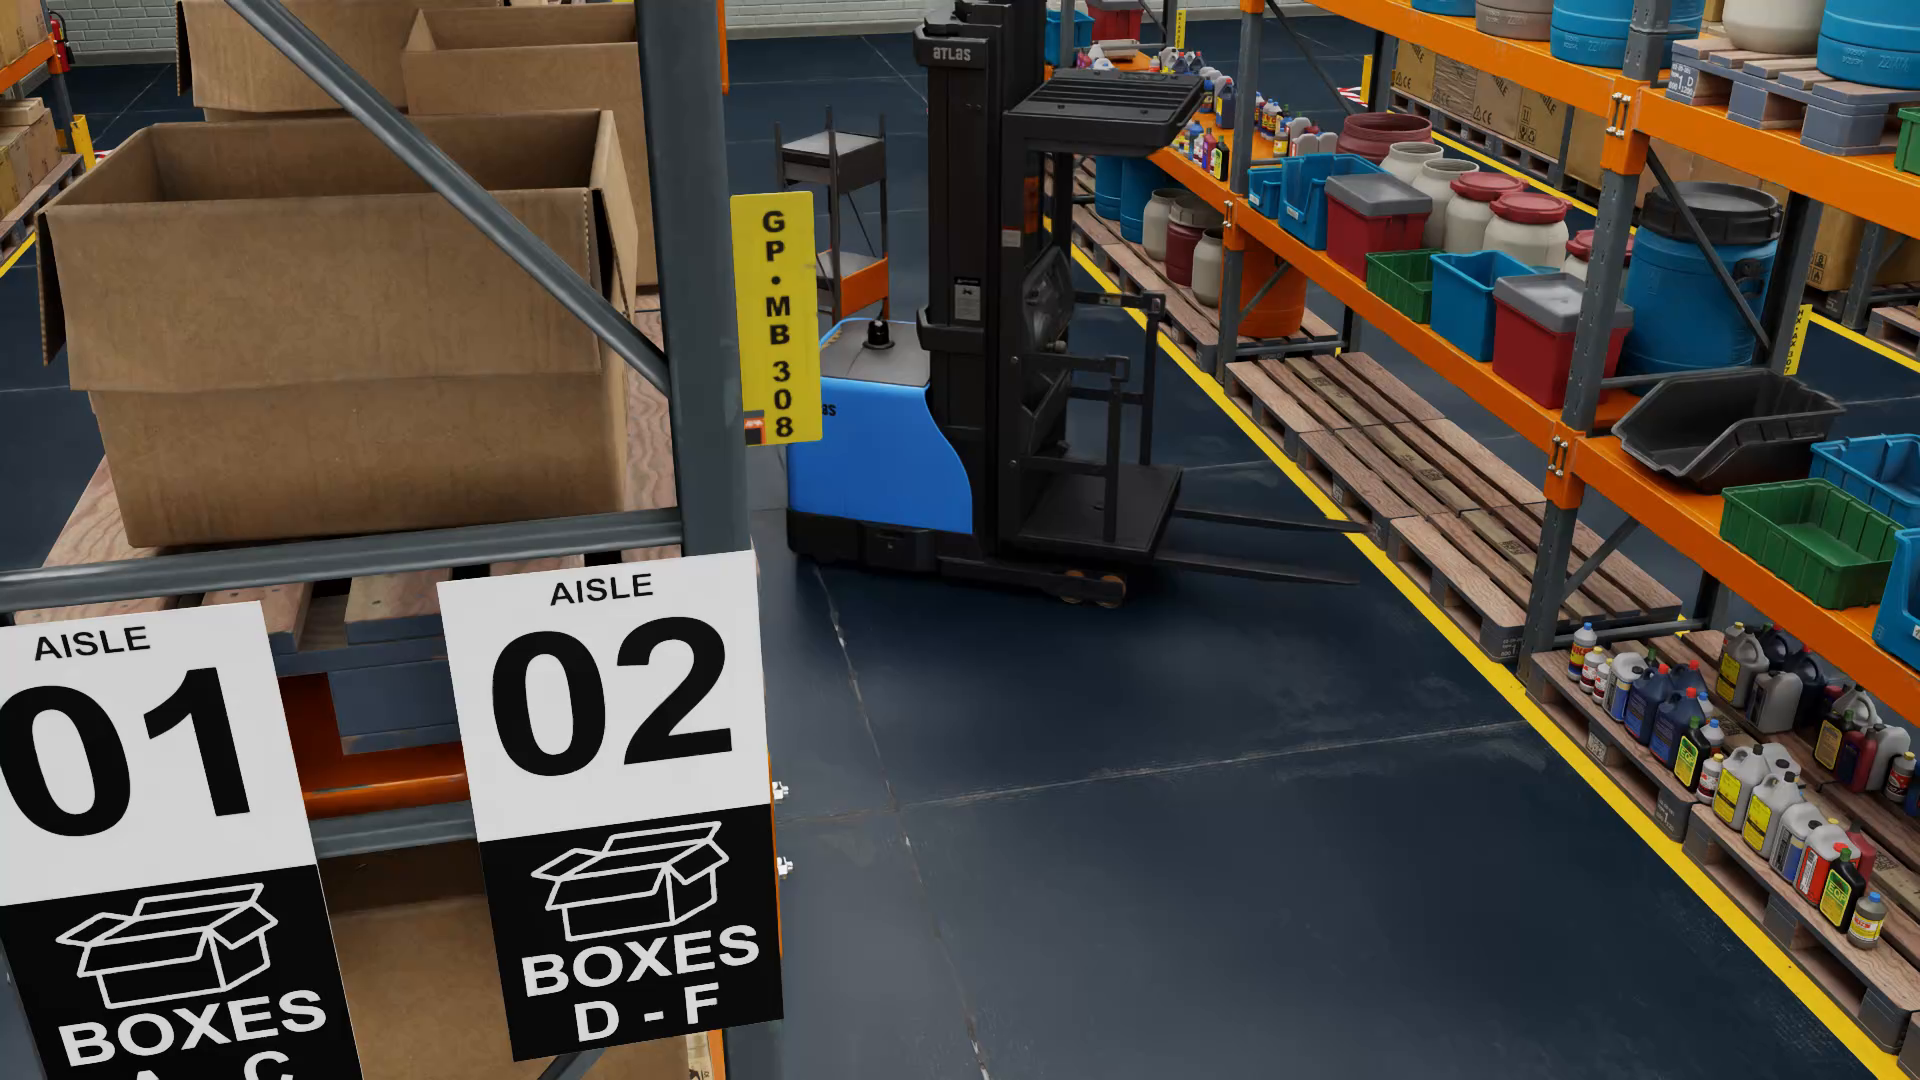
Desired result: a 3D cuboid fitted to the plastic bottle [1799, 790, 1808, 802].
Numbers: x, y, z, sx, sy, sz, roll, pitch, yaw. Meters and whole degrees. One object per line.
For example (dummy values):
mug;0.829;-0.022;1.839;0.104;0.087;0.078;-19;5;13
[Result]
plastic bottle;3.222;1.059;6.440;0.097;0.201;0.097;0;27;0

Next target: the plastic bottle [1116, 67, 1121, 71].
plastic bottle;1.286;-3.751;13.574;0.097;0.201;0.097;0;27;0

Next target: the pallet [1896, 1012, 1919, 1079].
pallet;3.817;1.905;5.241;1.003;0.211;1.213;-6;27;-12

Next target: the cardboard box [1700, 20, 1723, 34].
cardboard box;6.266;-4.102;13.937;0.500;0.500;0.500;-7;28;-13

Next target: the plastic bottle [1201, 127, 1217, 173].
plastic bottle;1.696;-2.649;11.299;0.061;0.283;0.133;-6;27;-12

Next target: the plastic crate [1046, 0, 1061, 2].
plastic crate;0.864;-5.419;16.883;0.396;0.136;0.243;-6;27;-12

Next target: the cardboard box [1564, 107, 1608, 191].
cardboard box;6.343;-3.685;15.113;1.225;0.875;0.875;-6;27;-11

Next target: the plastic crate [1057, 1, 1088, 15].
plastic crate;1.189;-4.885;15.664;0.437;0.282;0.530;-6;27;-12

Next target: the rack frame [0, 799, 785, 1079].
rack frame;-0.769;1.548;2.855;1.000;3.000;0.127;-6;27;-12

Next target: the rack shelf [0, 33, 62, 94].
rack shelf;-8.749;-3.773;14.194;1.077;0.370;4.000;-6;27;-12

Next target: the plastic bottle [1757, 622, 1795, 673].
plastic bottle;3.582;0.530;7.323;0.144;0.351;0.185;-7;28;-13

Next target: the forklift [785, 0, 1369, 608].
forklift;0.639;-1.225;8.425;3.031;2.935;1.130;7;28;14

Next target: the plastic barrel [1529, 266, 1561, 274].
plastic barrel;3.008;-1.245;8.541;0.301;0.262;0.301;0;27;0

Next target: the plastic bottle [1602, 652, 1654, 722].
plastic bottle;2.901;0.633;7.201;0.152;0.276;0.135;-5;27;-10

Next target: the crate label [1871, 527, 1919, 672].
crate label;3.380;0.250;5.387;0.502;0.435;0.616;-6;27;-12

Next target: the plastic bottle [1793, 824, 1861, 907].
plastic bottle;3.187;1.191;6.097;0.152;0.276;0.135;-6;27;-11

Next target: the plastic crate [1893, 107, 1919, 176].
plastic crate;3.247;-1.234;5.272;0.336;0.188;0.450;-6;27;-12

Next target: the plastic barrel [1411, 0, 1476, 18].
plastic barrel;2.536;-3.048;8.075;0.600;0.901;0.708;-6;27;-12

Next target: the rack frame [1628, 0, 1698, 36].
rack frame;3.156;-3.388;5.976;1.000;3.000;0.127;-6;27;-12

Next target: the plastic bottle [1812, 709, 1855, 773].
plastic bottle;3.604;0.808;6.847;0.061;0.283;0.133;-6;27;-12

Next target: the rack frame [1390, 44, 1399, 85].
rack frame;5.278;-6.481;18.761;1.000;3.000;0.127;-6;27;-12

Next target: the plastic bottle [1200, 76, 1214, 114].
plastic bottle;1.919;-3.461;12.920;0.097;0.271;0.097;0;27;0

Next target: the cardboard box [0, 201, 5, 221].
cardboard box;-8.477;-2.847;13.870;0.700;0.500;0.500;-6;27;-12

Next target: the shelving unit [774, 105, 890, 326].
shelving unit;-0.719;-1.407;9.707;0.431;2.100;0.503;15;31;28

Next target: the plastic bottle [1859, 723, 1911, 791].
plastic bottle;3.731;0.861;6.750;0.152;0.276;0.135;-5;27;-11

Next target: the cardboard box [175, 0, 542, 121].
cardboard box;-1.422;-1.108;4.051;0.797;0.503;0.637;-3;27;-6

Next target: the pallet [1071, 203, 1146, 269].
pallet;1.487;-2.634;14.234;1.003;0.211;1.213;-6;27;-12

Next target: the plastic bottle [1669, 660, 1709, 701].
plastic bottle;3.075;0.658;7.069;0.144;0.351;0.185;-6;27;-12

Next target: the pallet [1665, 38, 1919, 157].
pallet;3.414;-1.658;6.086;1.213;0.211;1.003;-6;27;-12

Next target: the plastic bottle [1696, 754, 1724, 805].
plastic bottle;3.018;0.949;6.658;0.097;0.201;0.097;0;27;0

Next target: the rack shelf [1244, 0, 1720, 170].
rack shelf;2.706;-2.606;8.553;1.077;0.370;4.000;-6;27;-12

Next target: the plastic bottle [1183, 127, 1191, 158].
plastic bottle;1.622;-2.793;11.676;0.097;0.201;0.097;0;27;0

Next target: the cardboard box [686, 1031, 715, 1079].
cardboard box;-0.647;1.019;3.071;0.380;0.149;0.250;-6;27;-12

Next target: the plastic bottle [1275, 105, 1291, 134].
plastic bottle;2.330;-3.004;12.003;0.061;0.283;0.133;-6;27;-12

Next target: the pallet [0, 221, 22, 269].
pallet;-8.394;-2.313;13.598;1.003;0.211;1.213;-6;27;-12

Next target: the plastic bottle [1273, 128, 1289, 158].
plastic bottle;2.251;-2.782;11.654;0.097;0.201;0.097;0;27;0

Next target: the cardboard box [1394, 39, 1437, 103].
cardboard box;5.500;-5.447;18.605;0.875;0.875;0.875;-6;27;-12

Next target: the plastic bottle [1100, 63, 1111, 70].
plastic bottle;1.169;-3.708;13.411;0.097;0.271;0.097;0;27;0

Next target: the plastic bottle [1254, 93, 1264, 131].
plastic bottle;2.213;-3.192;12.388;0.097;0.271;0.097;0;27;0

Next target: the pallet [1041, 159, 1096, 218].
pallet;1.150;-3.296;15.545;1.003;0.211;1.213;-6;27;-12

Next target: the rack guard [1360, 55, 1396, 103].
rack guard;5.272;-5.375;19.345;1.175;0.500;0.348;-6;27;-12

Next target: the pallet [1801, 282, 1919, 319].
pallet;6.976;-2.078;13.132;1.003;0.211;1.213;-6;27;-12

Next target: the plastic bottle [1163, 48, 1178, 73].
plastic bottle;1.739;-3.815;13.534;0.144;0.351;0.185;-6;27;-12

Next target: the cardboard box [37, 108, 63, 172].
cardboard box;-8.945;-3.746;15.651;0.700;0.500;0.500;-6;27;-12

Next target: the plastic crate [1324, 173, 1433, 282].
plastic crate;2.321;-1.754;9.325;0.402;0.464;0.583;-6;27;-12

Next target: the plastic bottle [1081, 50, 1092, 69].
plastic bottle;1.051;-3.907;13.791;0.061;0.283;0.133;-6;27;-12

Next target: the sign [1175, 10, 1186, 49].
sign;1.890;-4.400;14.332;0.100;0.325;0.005;-6;27;-12

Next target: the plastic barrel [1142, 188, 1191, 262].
plastic barrel;1.659;-2.490;13.150;0.421;0.512;0.421;0;27;0

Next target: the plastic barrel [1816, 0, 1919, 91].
plastic barrel;3.276;-2.012;5.557;0.600;0.901;0.708;-6;27;-12

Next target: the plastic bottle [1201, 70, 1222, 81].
plastic bottle;1.984;-3.585;13.162;0.152;0.276;0.135;-6;27;-12

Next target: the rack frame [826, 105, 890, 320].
rack frame;-0.592;-1.501;9.893;0.400;2.100;0.015;15;31;28

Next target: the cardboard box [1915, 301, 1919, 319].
cardboard box;7.251;-1.757;11.688;0.700;0.500;0.500;-7;28;-14

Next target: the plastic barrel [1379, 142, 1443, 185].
plastic barrel;2.695;-2.086;9.929;0.421;0.512;0.421;0;27;0

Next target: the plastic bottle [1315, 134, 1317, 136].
plastic bottle;2.451;-2.696;11.484;0.097;0.201;0.097;0;27;0
